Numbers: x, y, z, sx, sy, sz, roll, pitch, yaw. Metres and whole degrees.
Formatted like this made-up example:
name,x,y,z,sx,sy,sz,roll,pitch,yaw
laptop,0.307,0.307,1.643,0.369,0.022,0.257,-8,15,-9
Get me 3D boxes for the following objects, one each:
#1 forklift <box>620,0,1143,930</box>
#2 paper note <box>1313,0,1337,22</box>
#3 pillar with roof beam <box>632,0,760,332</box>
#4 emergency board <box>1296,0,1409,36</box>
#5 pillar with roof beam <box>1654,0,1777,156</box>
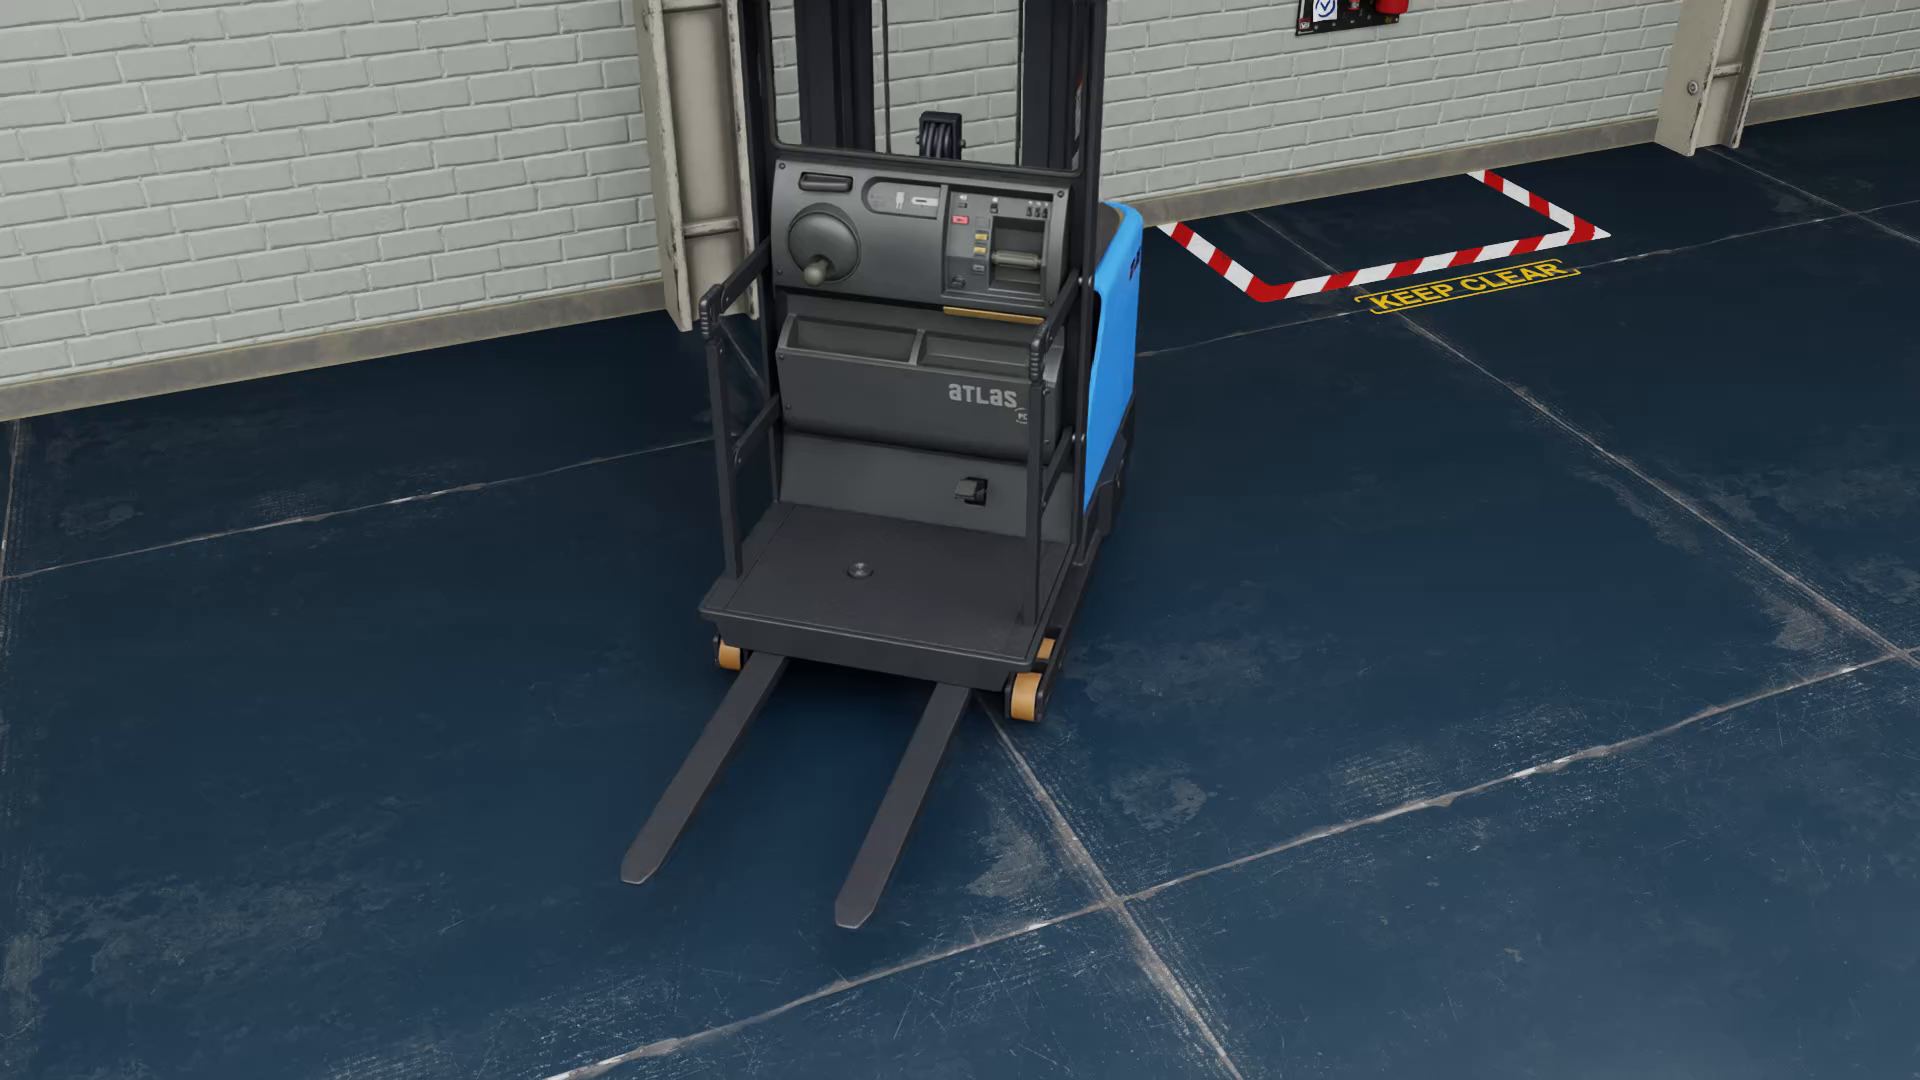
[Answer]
name,x,y,z,sx,sy,sz,roll,pitch,yaw
forklift,-0.186,-0.880,4.916,1.130,2.935,3.031,9,34,13
paper note,1.874,-2.737,8.514,0.142,0.148,0.016,-13,35,-19
pillar with roof beam,0.492,-2.695,2.140,0.400,9.000,9.100,-13,35,-19
emergency board,2.064,-3.109,8.278,0.643,1.169,0.194,-13,35,-19
pillar with roof beam,6.024,-3.961,4.087,0.400,9.000,9.100,-13,35,-19
